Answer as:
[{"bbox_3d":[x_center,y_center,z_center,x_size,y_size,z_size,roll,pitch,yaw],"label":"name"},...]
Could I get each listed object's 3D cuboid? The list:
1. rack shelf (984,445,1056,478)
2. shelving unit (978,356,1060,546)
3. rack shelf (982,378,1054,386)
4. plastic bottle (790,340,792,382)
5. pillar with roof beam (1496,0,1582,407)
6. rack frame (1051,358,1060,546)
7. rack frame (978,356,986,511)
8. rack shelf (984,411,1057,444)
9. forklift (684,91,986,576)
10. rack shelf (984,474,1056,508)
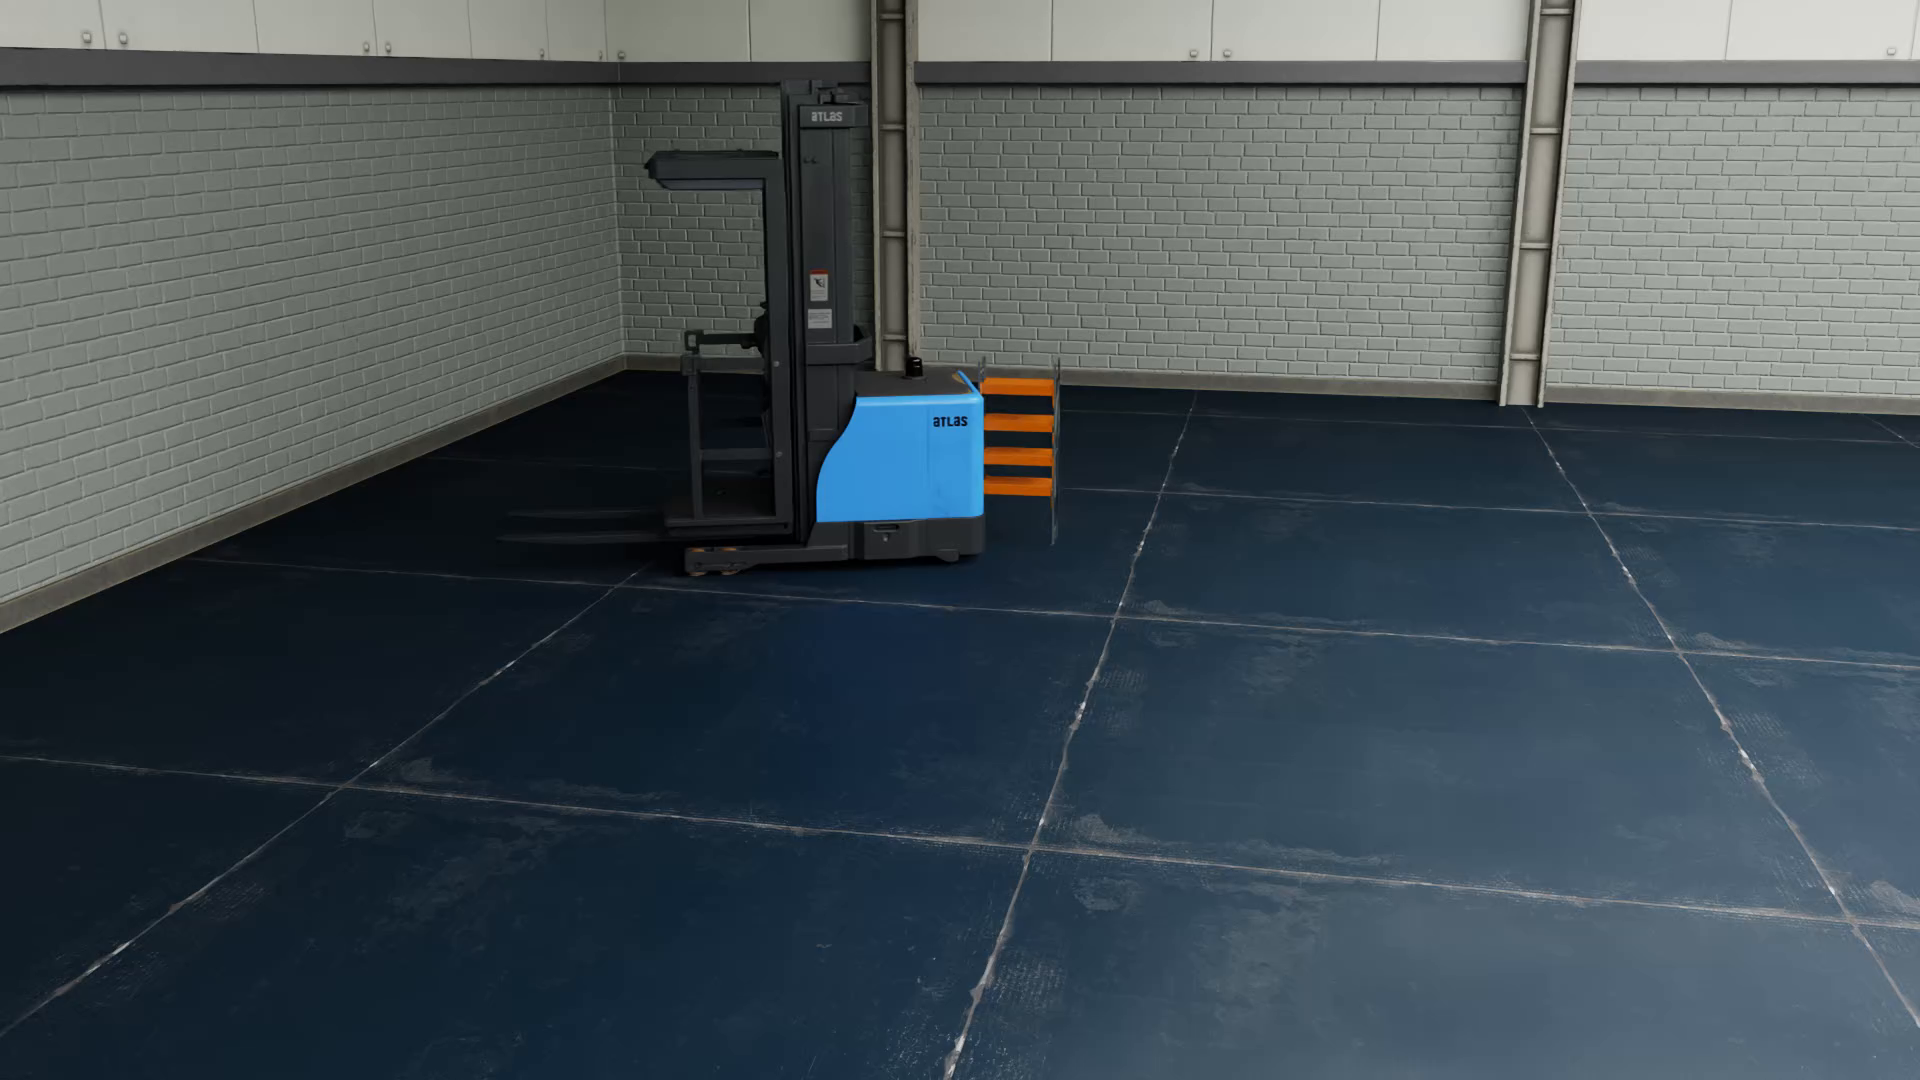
[{"bbox_3d":[13.769,-0.377,7.843,27.848,1.490,1.830,2,16,9],"label":"rack shelf"},{"bbox_3d":[13.763,-0.156,7.905,27.859,1.949,1.830,2,16,9],"label":"shelving unit"},{"bbox_3d":[0.382,-0.997,10.725,0.457,0.050,0.221,2,16,9],"label":"rack shelf"},{"bbox_3d":[17.913,0.609,4.734,39.615,1.202,4.312,3,16,11],"label":"plastic bottle"},{"bbox_3d":[4.397,-4.493,10.357,0.400,9.000,9.100,3,16,11],"label":"pillar with roof beam"},{"bbox_3d":[0.623,-0.570,10.803,0.015,1.200,0.240,2,16,9],"label":"rack frame"},{"bbox_3d":[0.141,-0.591,10.877,0.015,1.200,0.240,2,16,9],"label":"rack frame"},{"bbox_3d":[0.382,-0.731,10.798,0.480,0.148,0.258,2,16,9],"label":"rack shelf"},{"bbox_3d":[-0.856,-1.330,10.421,1.939,2.867,1.129,-2,16,-7],"label":"forklift"},{"bbox_3d":[0.382,-0.324,10.911,0.480,0.148,0.258,2,16,9],"label":"rack shelf"}]
